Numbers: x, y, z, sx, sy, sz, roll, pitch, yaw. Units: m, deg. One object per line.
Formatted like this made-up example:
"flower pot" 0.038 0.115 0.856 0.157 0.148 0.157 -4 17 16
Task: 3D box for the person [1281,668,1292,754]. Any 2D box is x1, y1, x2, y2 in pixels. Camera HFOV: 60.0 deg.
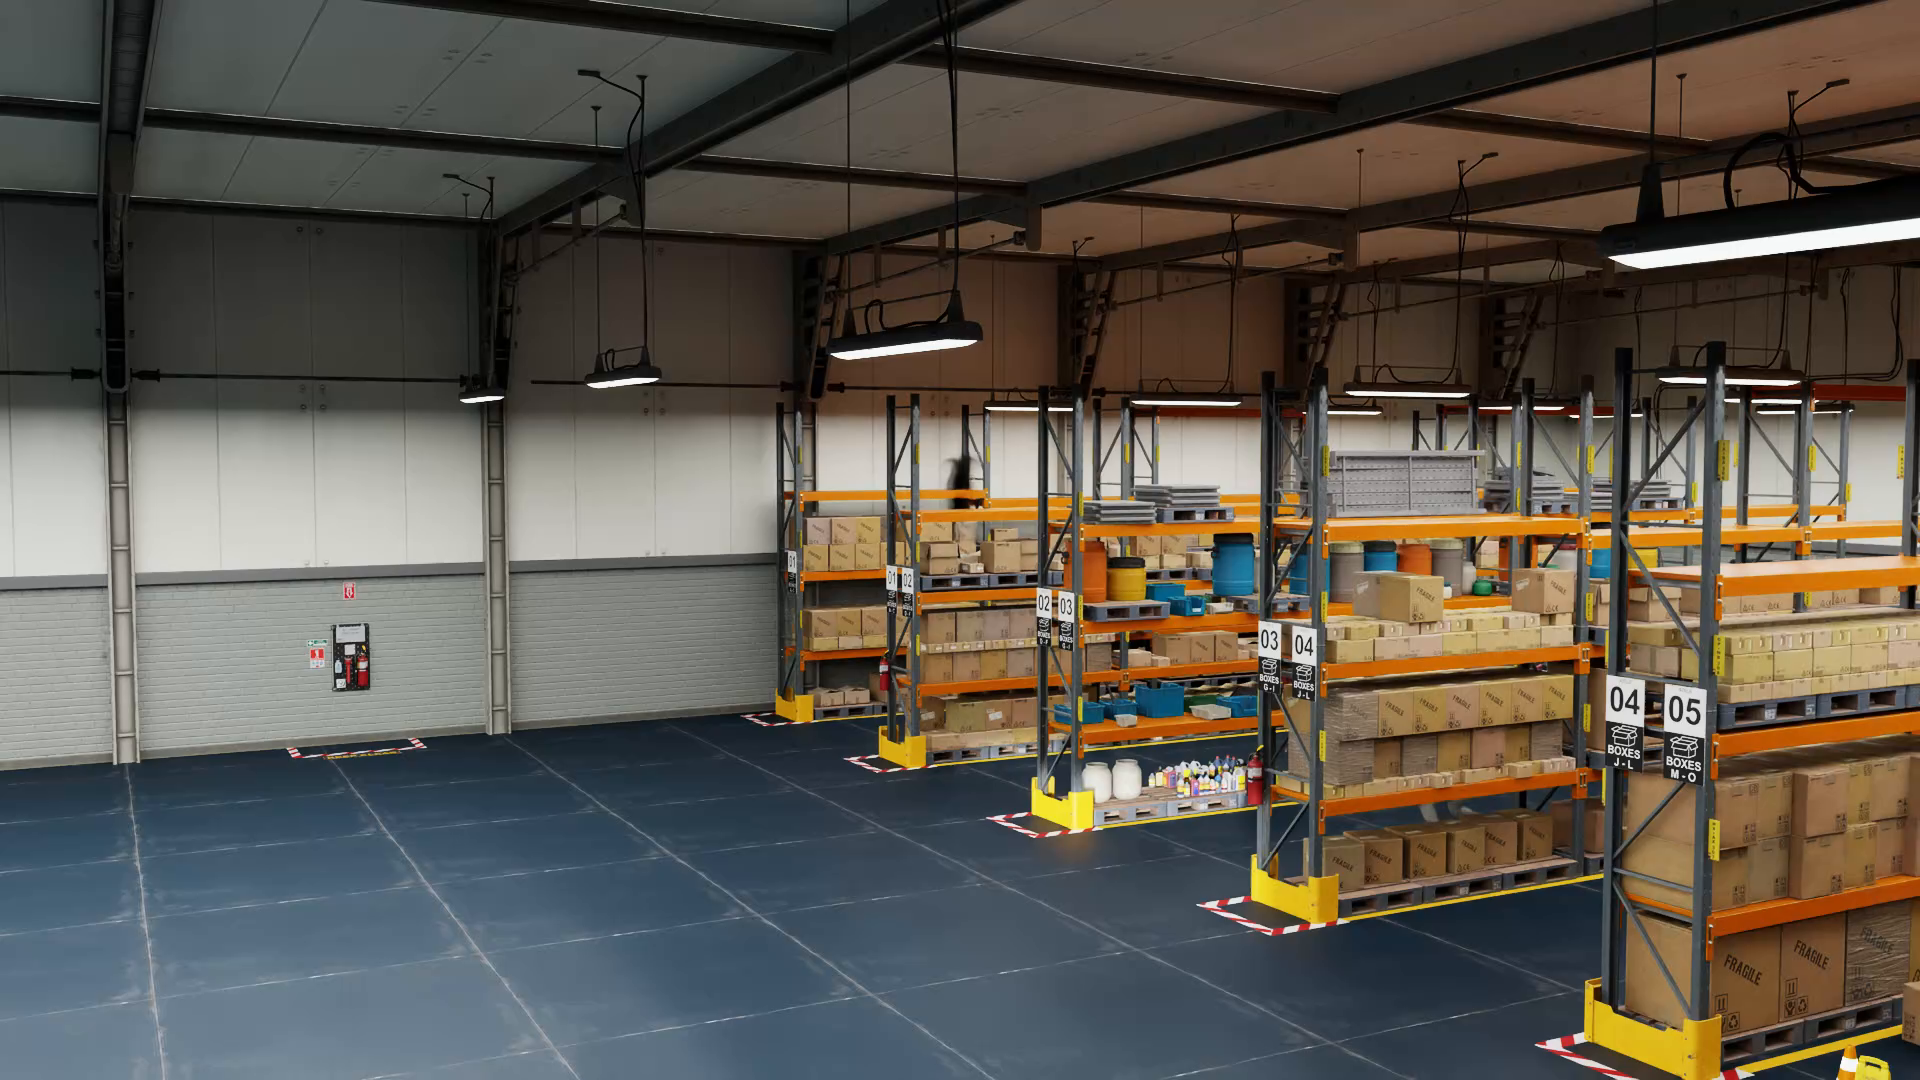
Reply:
"person" 5.669 2.796 28.147 0.847 1.613 0.561 -2 4 -36

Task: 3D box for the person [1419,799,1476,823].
"person" 6.367 3.233 21.697 1.164 1.463 0.578 0 3 -9
